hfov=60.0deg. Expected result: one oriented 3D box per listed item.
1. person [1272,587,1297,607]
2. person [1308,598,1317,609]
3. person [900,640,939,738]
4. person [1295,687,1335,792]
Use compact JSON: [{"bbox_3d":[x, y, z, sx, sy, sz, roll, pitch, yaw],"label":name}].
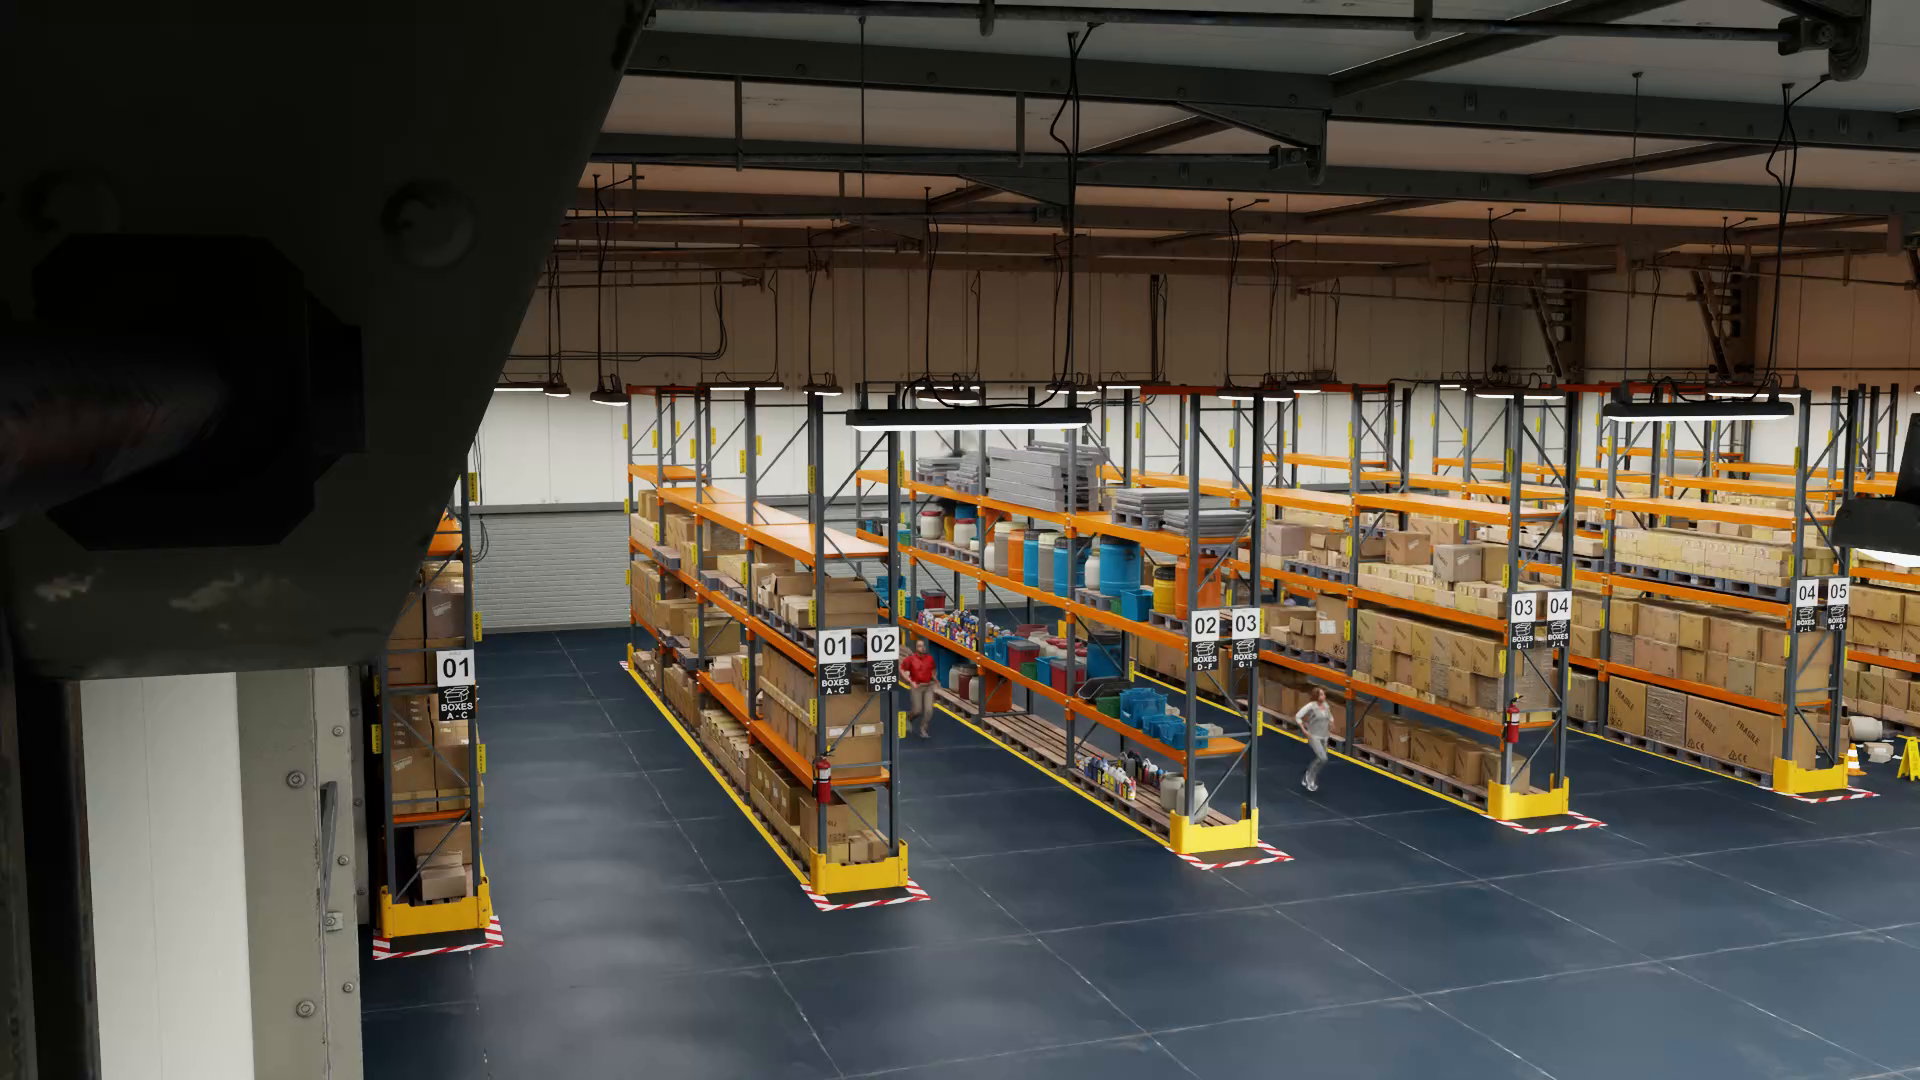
[{"bbox_3d":[6.948,1.827,35.547,0.601,1.648,0.934,-2,6,-22],"label":"person"},{"bbox_3d":[8.798,1.300,41.126,0.647,1.651,0.729,-4,7,-35],"label":"person"},{"bbox_3d":[-0.672,2.552,28.543,0.660,1.671,0.626,-3,7,-25],"label":"person"},{"bbox_3d":[5.345,2.981,24.835,0.593,1.565,0.557,-3,7,-30],"label":"person"}]
